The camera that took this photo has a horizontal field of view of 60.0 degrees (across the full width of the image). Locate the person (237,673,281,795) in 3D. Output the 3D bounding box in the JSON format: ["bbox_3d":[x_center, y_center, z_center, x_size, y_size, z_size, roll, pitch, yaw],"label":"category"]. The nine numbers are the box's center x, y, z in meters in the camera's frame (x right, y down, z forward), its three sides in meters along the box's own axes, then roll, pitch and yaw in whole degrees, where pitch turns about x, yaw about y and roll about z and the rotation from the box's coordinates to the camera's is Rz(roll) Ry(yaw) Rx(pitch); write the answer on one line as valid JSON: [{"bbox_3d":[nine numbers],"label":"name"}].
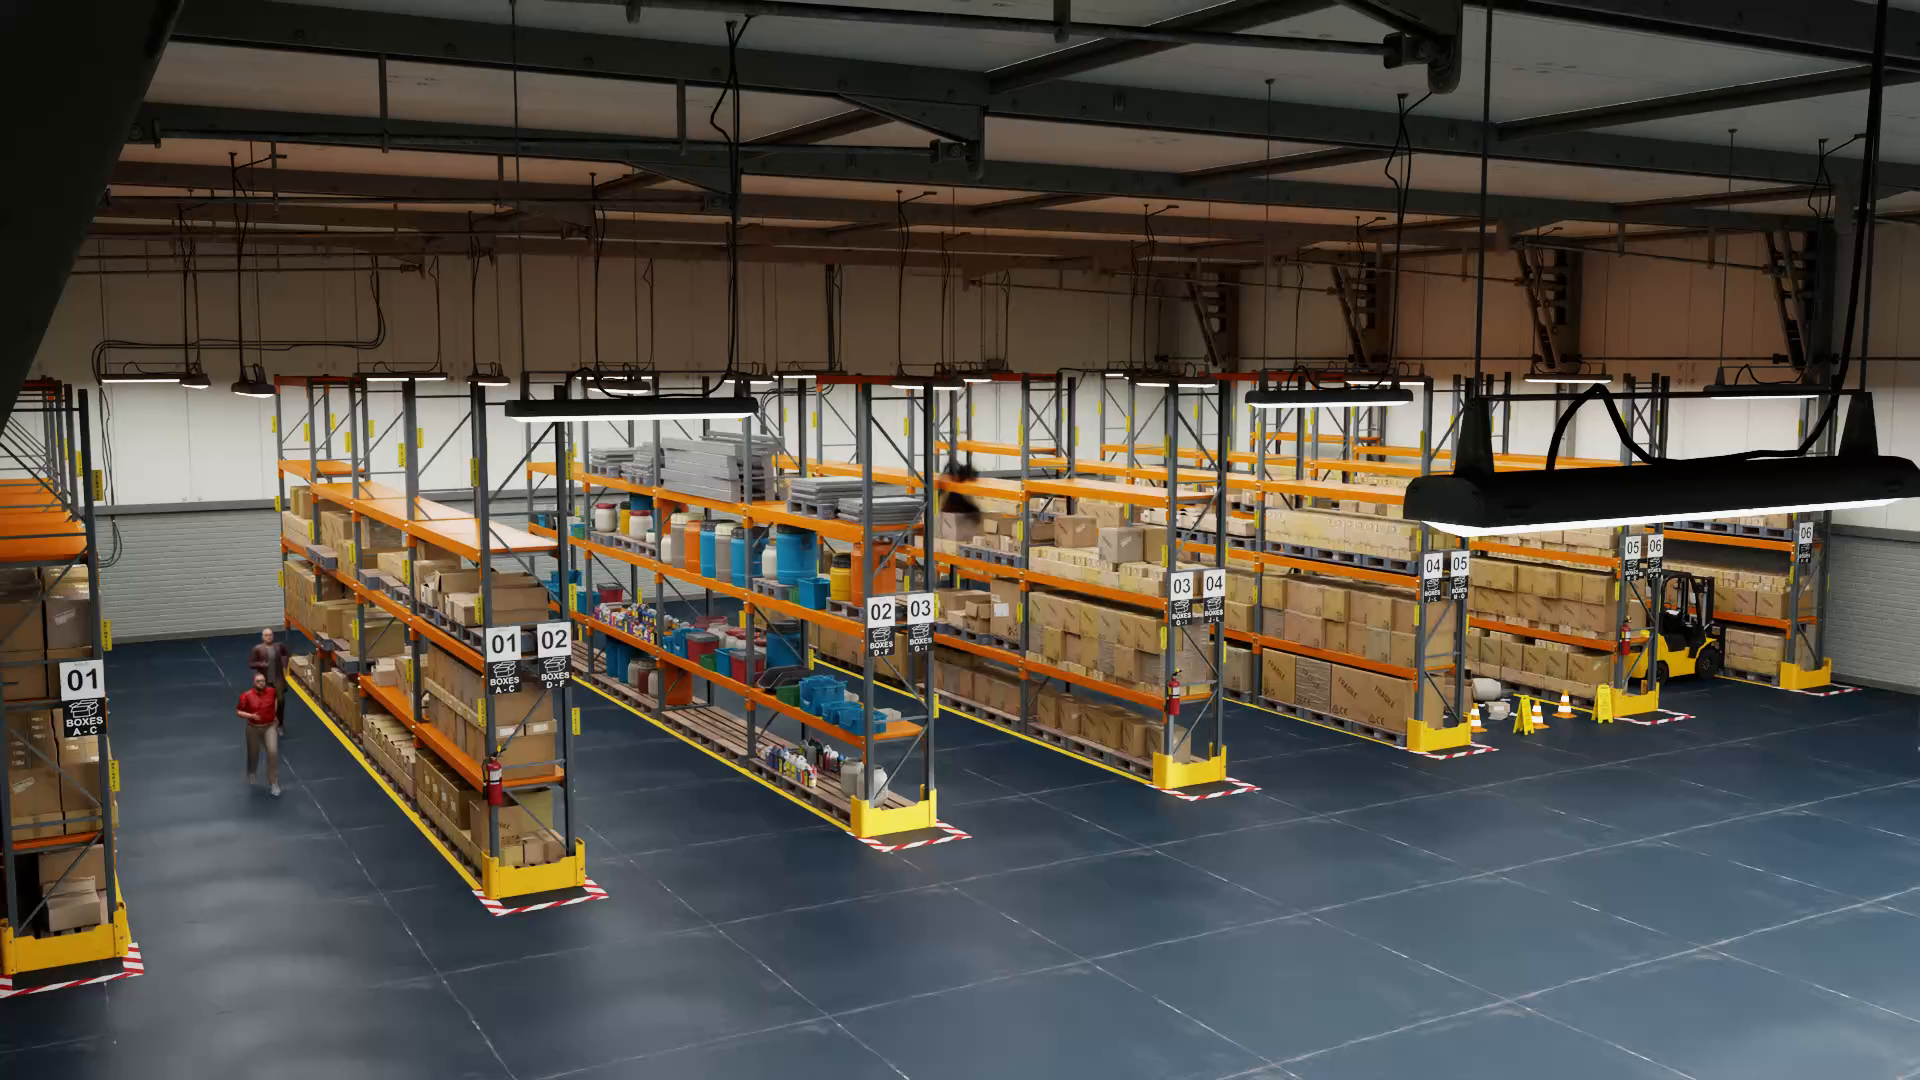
[{"bbox_3d":[-10.268,2.809,24.373,0.608,1.767,0.909,-4,7,-33],"label":"person"}]

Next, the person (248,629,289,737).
[{"bbox_3d":[-11.576,2.398,27.940,0.685,1.826,0.776,-4,7,-30],"label":"person"}]
